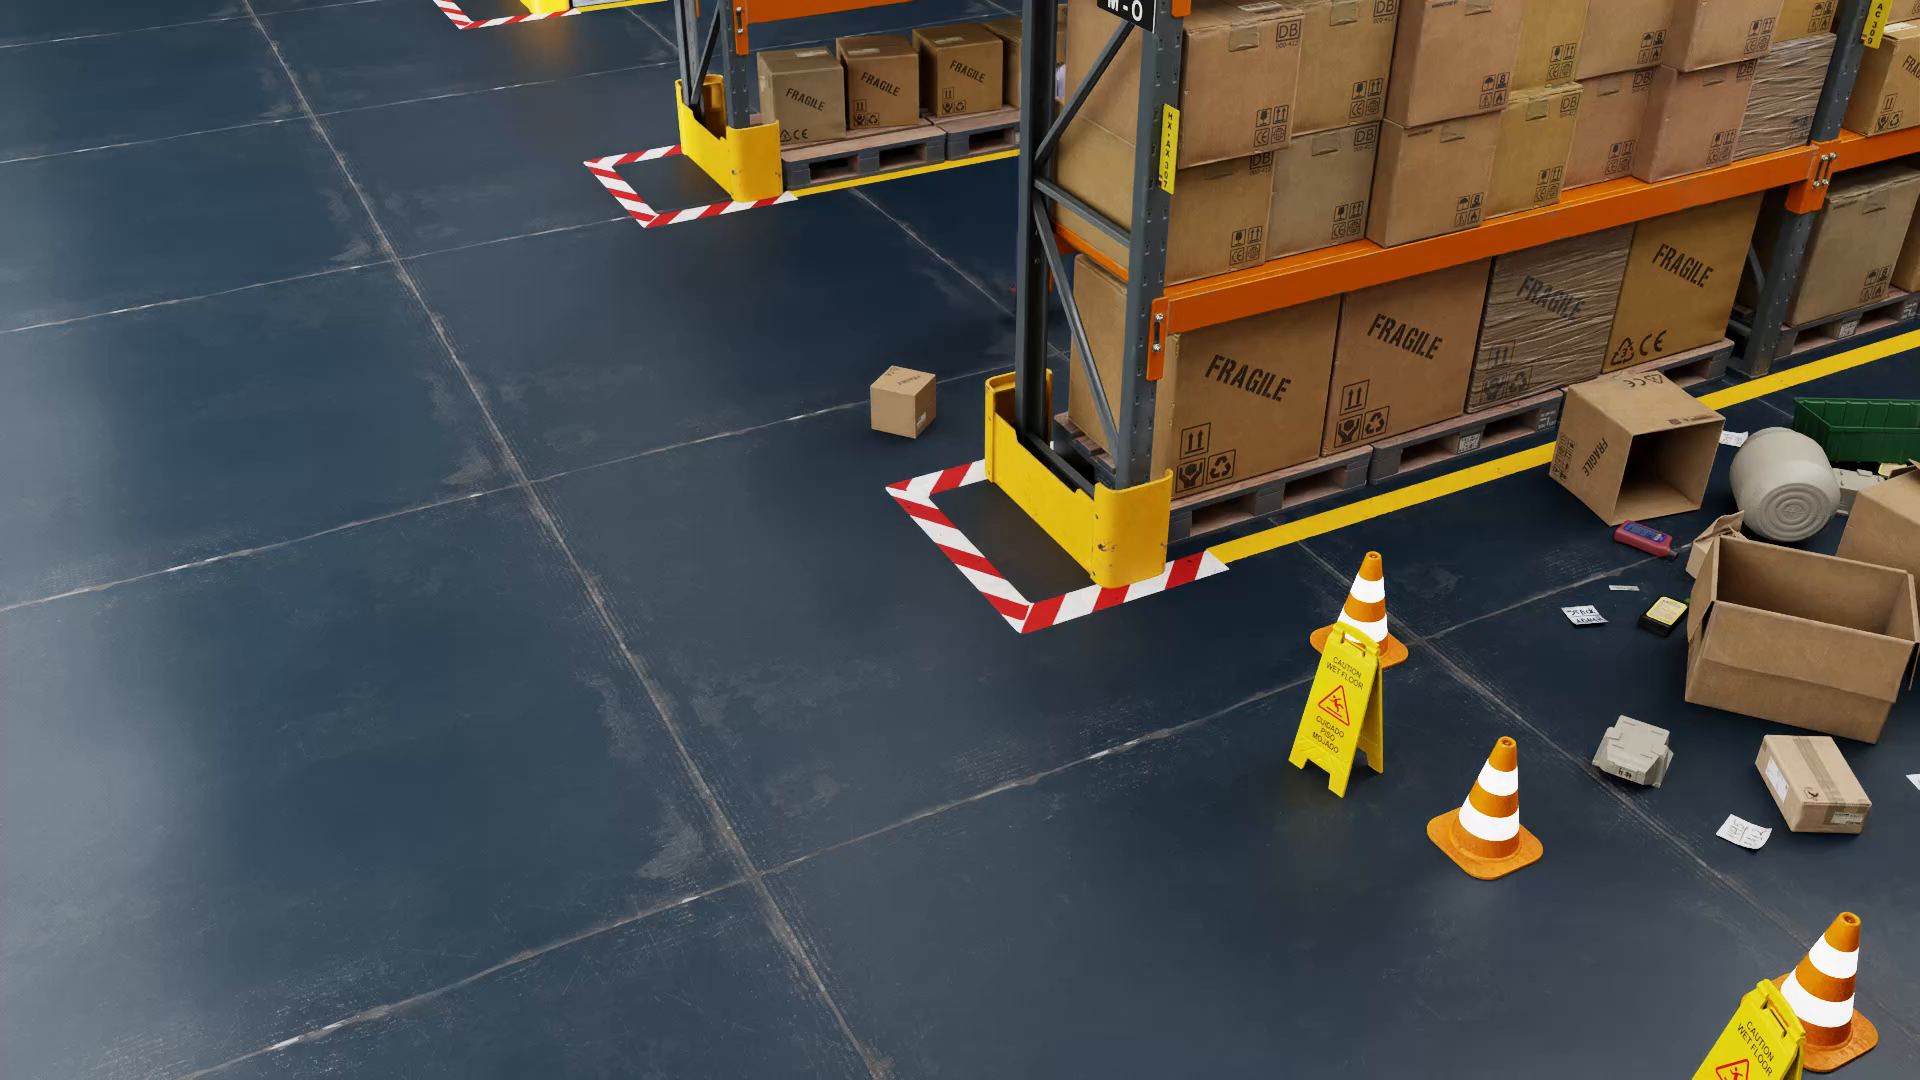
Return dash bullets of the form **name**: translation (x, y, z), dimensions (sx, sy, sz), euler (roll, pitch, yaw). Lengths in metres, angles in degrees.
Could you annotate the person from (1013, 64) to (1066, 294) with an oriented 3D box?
- **person**: translation (0.705, -2.102, 9.359), dimensions (0.478, 1.594, 0.874), euler (29, 43, 36)
